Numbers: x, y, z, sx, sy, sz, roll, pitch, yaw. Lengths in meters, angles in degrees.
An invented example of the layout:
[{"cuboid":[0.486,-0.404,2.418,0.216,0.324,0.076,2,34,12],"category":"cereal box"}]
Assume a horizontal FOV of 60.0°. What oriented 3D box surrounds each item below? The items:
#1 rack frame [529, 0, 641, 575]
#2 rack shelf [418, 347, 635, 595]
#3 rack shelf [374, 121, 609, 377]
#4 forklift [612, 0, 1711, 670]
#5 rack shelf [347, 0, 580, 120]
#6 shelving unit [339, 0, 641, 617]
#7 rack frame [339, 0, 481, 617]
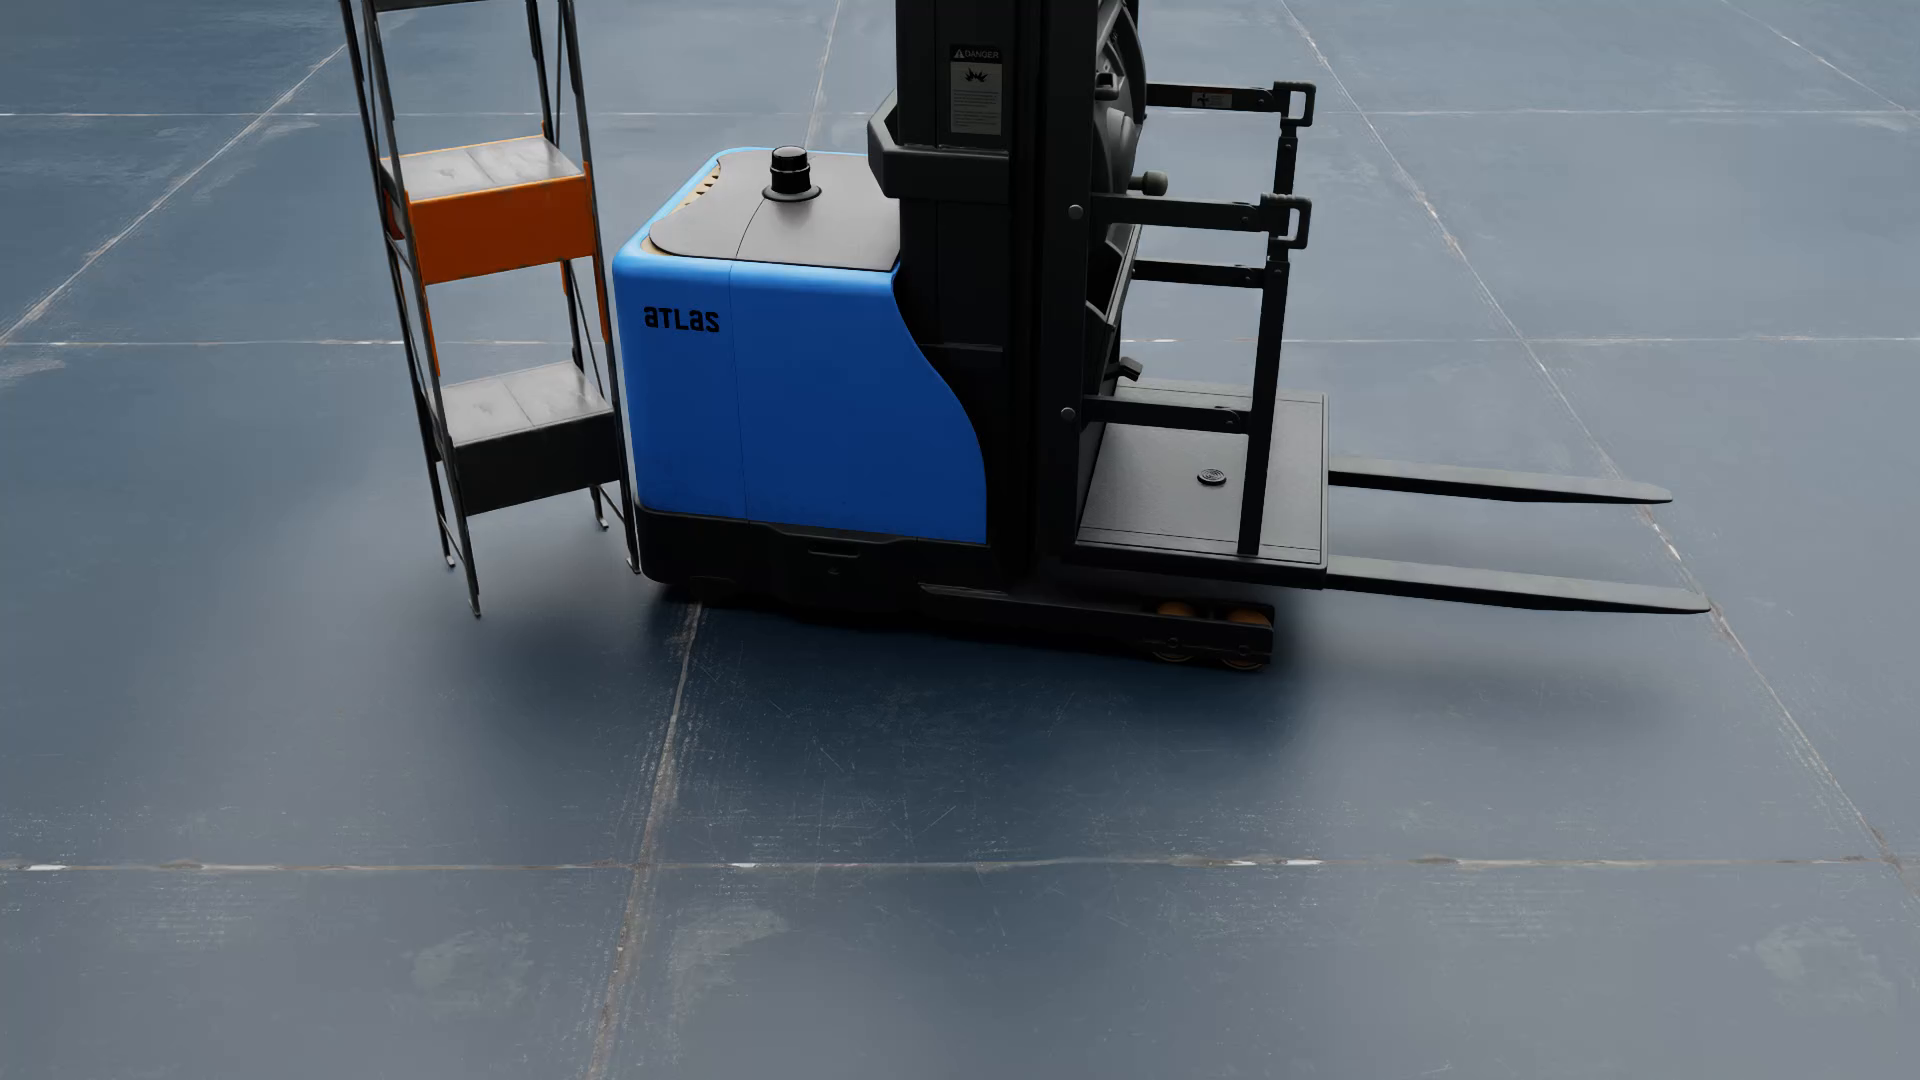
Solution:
[{"cuboid":[-1.076,-0.884,4.682,0.015,2.100,0.400,-16,34,-24],"category":"rack frame"},{"cuboid":[-1.291,-0.213,4.952,0.480,0.518,0.431,-16,34,-24],"category":"rack shelf"},{"cuboid":[-1.291,-0.812,4.590,0.480,0.518,0.431,-16,34,-24],"category":"rack shelf"},{"cuboid":[0.614,-1.191,4.388,3.031,2.935,1.130,6,32,9],"category":"forklift"},{"cuboid":[-1.291,-1.411,4.228,0.480,0.518,0.431,-16,34,-24],"category":"rack shelf"},{"cuboid":[-1.291,-0.824,4.583,0.503,2.100,0.431,-16,34,-24],"category":"shelving unit"},{"cuboid":[-1.506,-0.764,4.484,0.015,2.100,0.400,-16,34,-24],"category":"rack frame"}]
